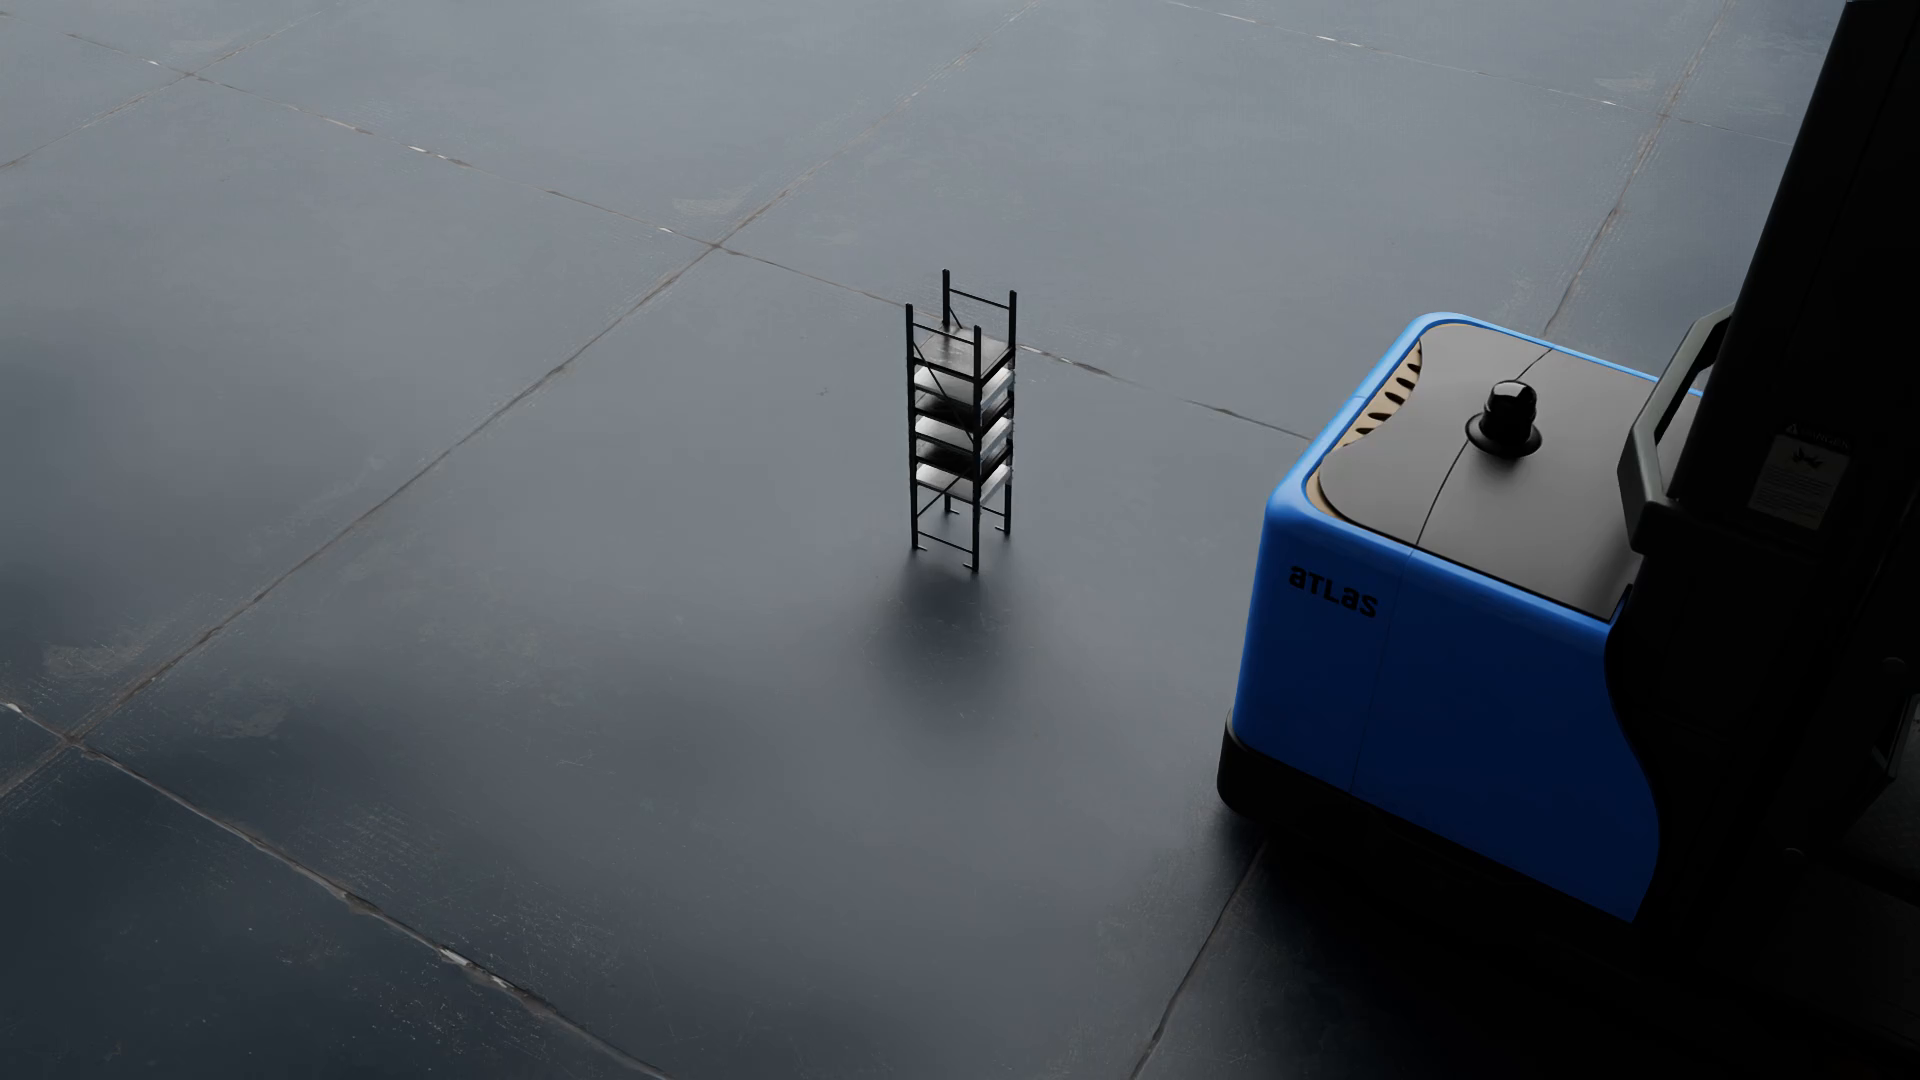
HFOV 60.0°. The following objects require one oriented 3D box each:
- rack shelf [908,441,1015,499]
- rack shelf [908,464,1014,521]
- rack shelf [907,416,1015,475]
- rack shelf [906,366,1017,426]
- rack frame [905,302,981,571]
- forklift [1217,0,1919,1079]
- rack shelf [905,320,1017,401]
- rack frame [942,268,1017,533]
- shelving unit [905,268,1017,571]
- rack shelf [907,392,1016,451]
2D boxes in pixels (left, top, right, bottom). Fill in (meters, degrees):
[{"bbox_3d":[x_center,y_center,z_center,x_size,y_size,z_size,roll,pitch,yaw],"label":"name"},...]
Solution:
[{"bbox_3d":[0.004,-0.250,5.039,0.258,0.077,0.200,21,45,22],"label":"rack shelf"},{"bbox_3d":[0.004,-0.182,5.099,0.258,0.077,0.200,21,45,22],"label":"rack shelf"},{"bbox_3d":[0.004,-0.317,4.980,0.258,0.077,0.200,21,45,22],"label":"rack shelf"},{"bbox_3d":[0.004,-0.452,4.861,0.258,0.077,0.200,21,45,22],"label":"rack shelf"},{"bbox_3d":[-0.047,-0.284,4.892,0.240,0.900,0.006,21,45,22],"label":"rack frame"},{"bbox_3d":[2.190,-0.107,3.154,3.031,2.935,1.130,24,47,24],"label":"forklift"},{"bbox_3d":[0.004,-0.520,4.801,0.258,0.077,0.200,21,45,22],"label":"rack shelf"},{"bbox_3d":[0.055,-0.401,5.024,0.240,0.900,0.006,21,45,22],"label":"rack frame"},{"bbox_3d":[0.004,-0.342,4.958,0.258,0.900,0.210,21,45,22],"label":"shelving unit"},{"bbox_3d":[0.004,-0.385,4.920,0.258,0.077,0.200,21,45,22],"label":"rack shelf"}]
